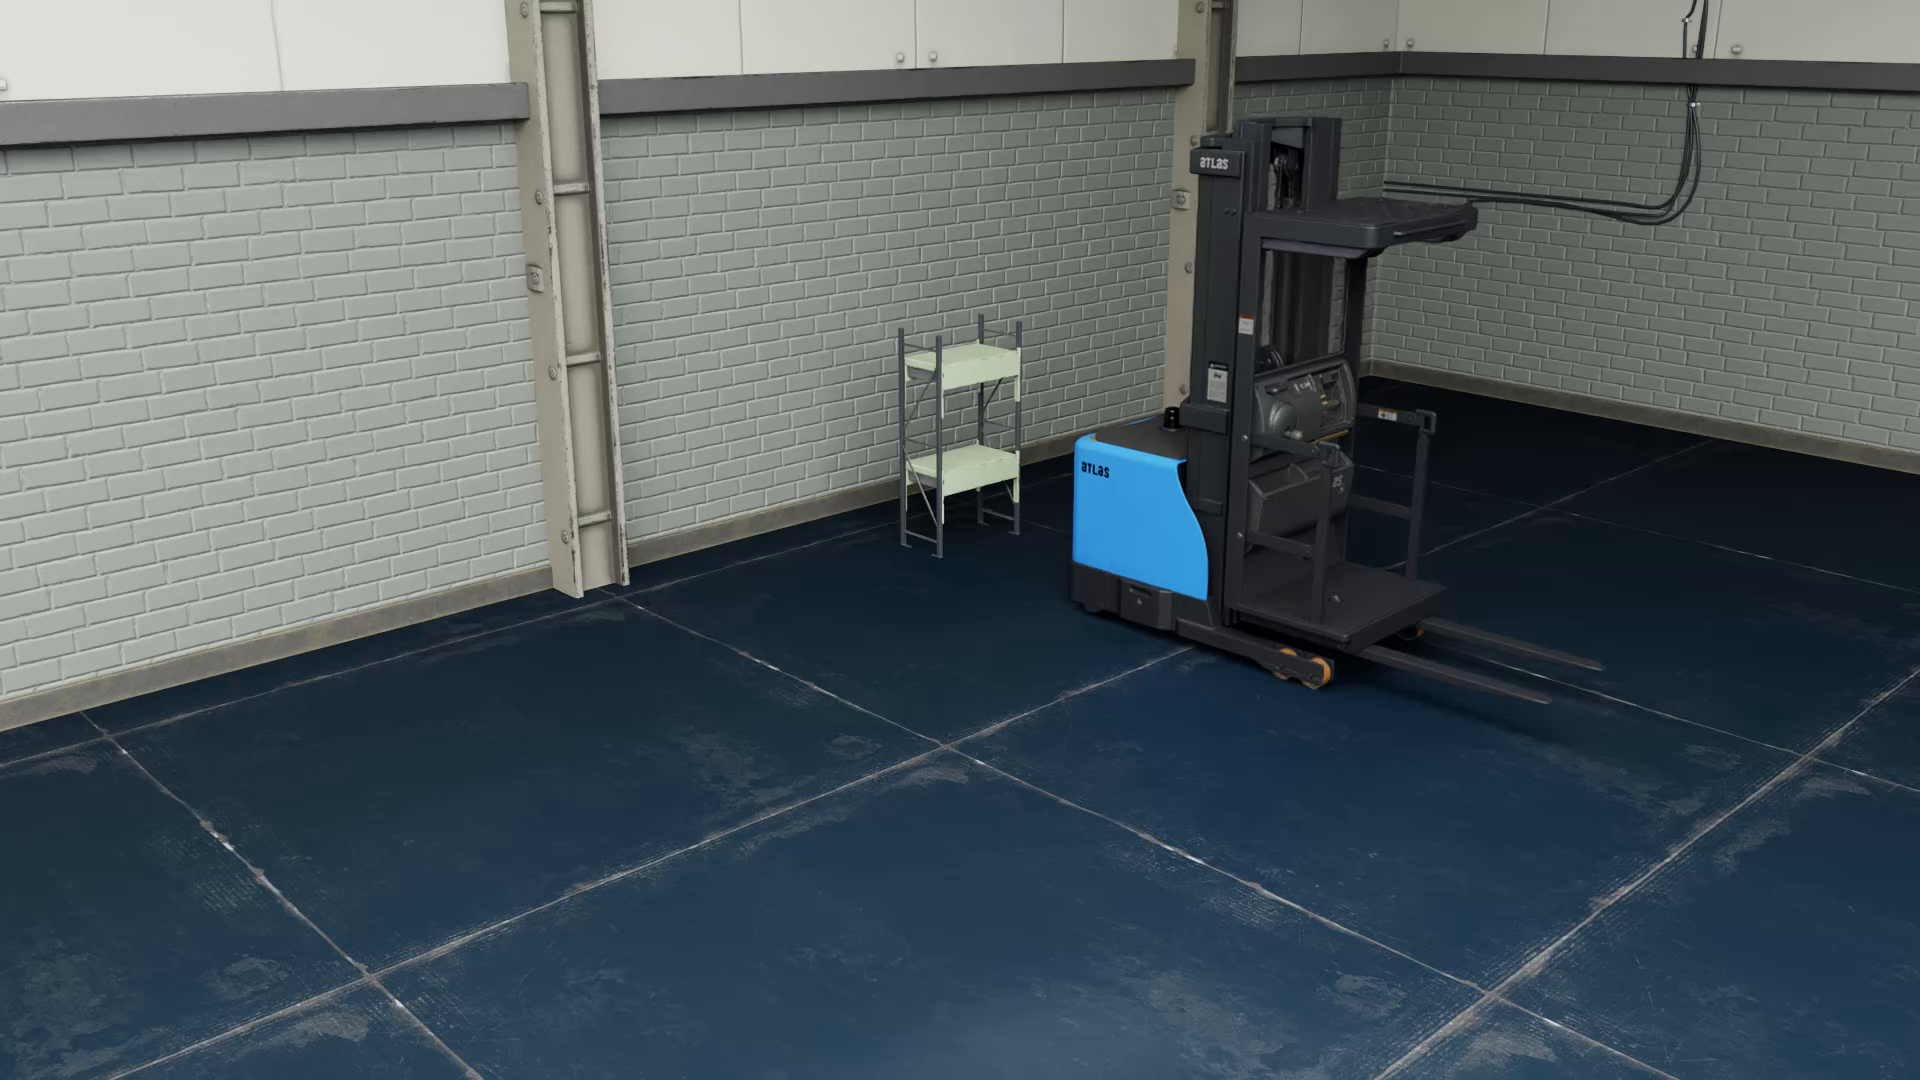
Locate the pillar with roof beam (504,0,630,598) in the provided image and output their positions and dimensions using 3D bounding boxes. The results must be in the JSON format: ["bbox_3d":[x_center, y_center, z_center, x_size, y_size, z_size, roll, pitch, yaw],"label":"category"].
[{"bbox_3d":[0.605,-3.029,6.235,0.400,9.000,9.100,-16,24,-41],"label":"pillar with roof beam"}]

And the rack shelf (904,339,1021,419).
[{"bbox_3d":[0.005,-1.086,11.137,0.720,0.370,0.431,-16,24,-41],"label":"rack shelf"}]

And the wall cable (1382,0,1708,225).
[{"bbox_3d":[5.056,-4.116,14.622,0.112,2.526,3.097,-16,24,-41],"label":"wall cable"}]

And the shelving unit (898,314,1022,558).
[{"bbox_3d":[0.005,-0.715,11.258,0.755,1.500,0.431,-16,24,-41],"label":"shelving unit"}]

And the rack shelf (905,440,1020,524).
[{"bbox_3d":[0.005,-0.405,11.358,0.720,0.370,0.431,-16,24,-41],"label":"rack shelf"}]

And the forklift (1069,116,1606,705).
[{"bbox_3d":[2.071,-0.769,9.106,3.031,2.935,1.130,17,24,42],"label":"forklift"}]

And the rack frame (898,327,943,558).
[{"bbox_3d":[-0.261,-0.637,11.019,0.023,1.500,0.400,-16,24,-41],"label":"rack frame"}]

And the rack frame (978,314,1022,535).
[{"bbox_3d":[0.271,-0.792,11.497,0.023,1.500,0.400,-16,24,-41],"label":"rack frame"}]

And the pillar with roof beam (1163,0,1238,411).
[{"bbox_3d":[4.964,-4.300,10.156,0.400,9.000,9.100,-16,24,-41],"label":"pillar with roof beam"}]
